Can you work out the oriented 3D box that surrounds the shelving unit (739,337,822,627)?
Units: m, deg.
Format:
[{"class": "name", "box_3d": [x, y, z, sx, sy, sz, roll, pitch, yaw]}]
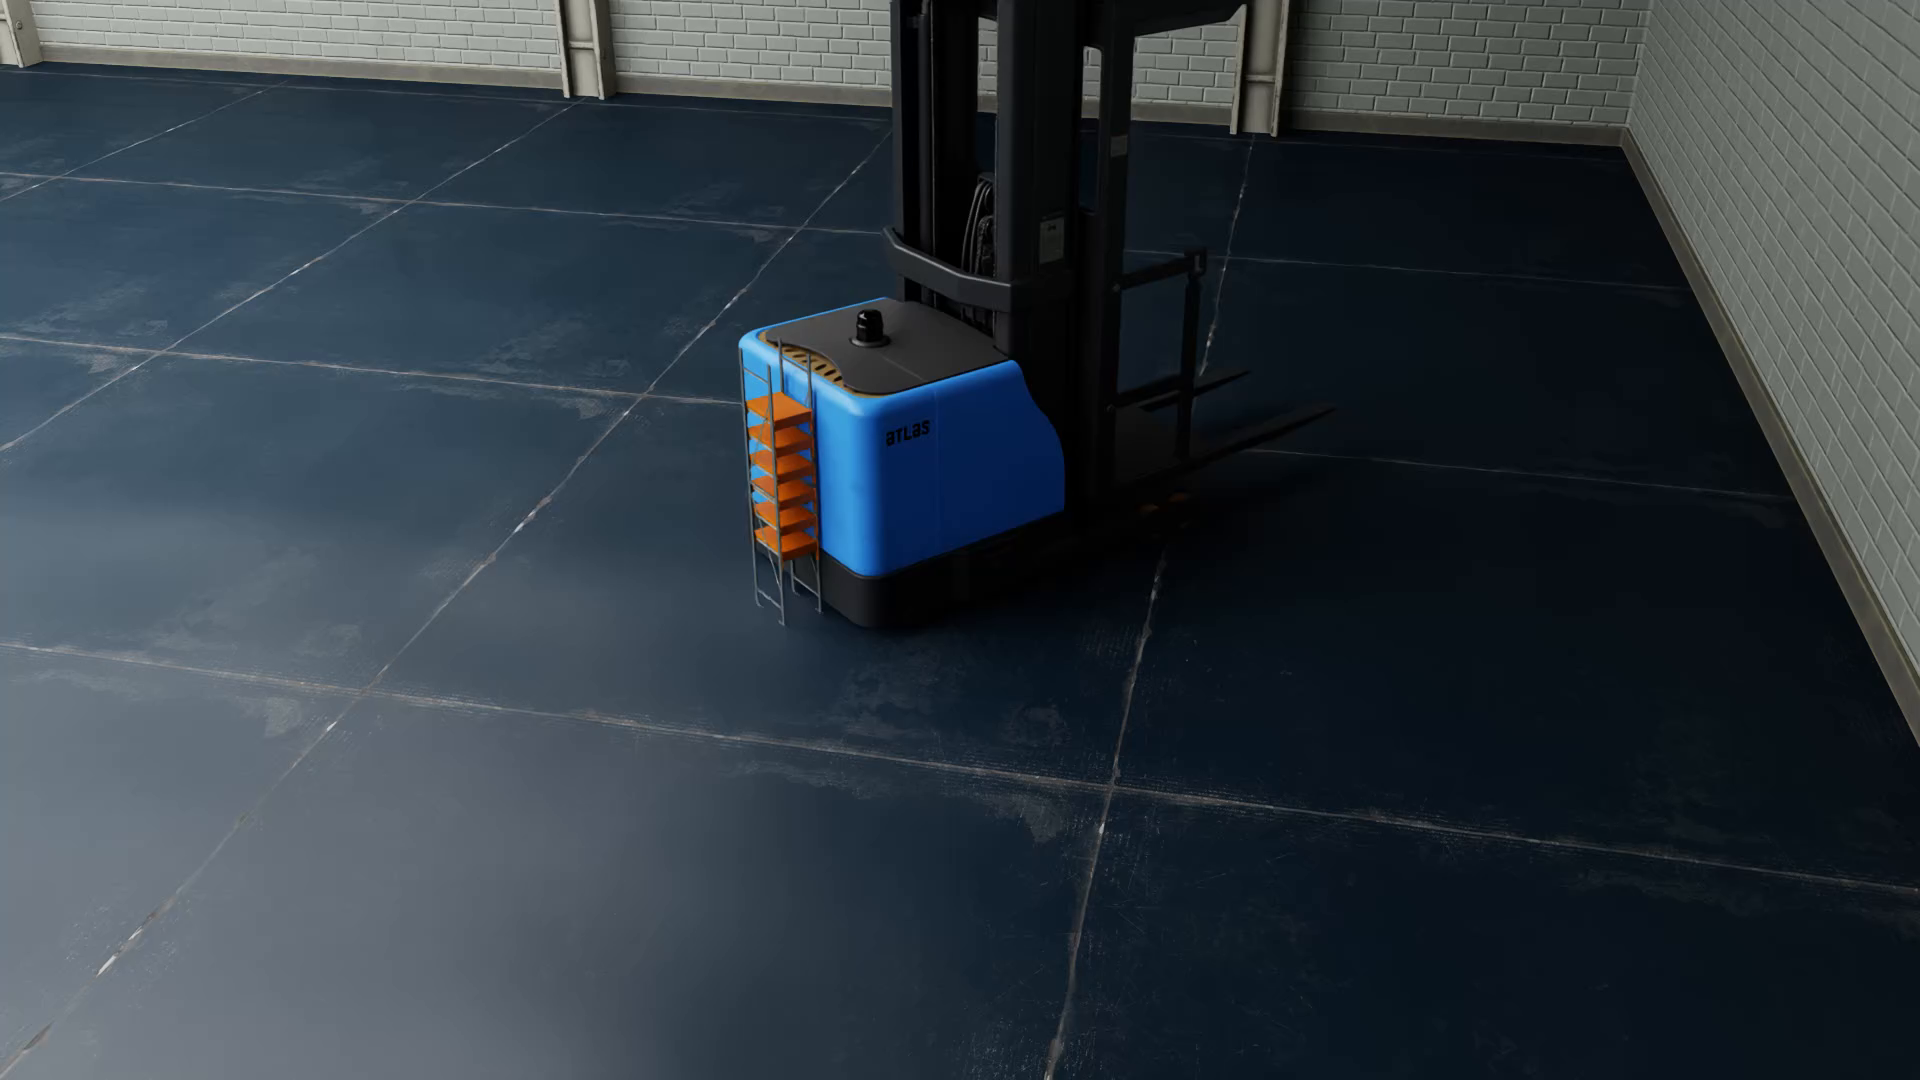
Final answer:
[{"class": "shelving unit", "box_3d": [-0.740, -0.228, 6.916, 0.189, 1.200, 0.258, -20, 34, -32]}]

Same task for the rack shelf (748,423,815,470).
[{"class": "rack shelf", "box_3d": [-0.740, -0.399, 6.822, 0.180, 0.103, 0.258, -20, 34, -32]}]

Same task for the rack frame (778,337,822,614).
[{"class": "rack frame", "box_3d": [-0.667, -0.254, 6.964, 0.006, 1.200, 0.240, -20, 34, -32]}]

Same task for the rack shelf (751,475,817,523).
[{"class": "rack shelf", "box_3d": [-0.740, -0.189, 6.937, 0.180, 0.103, 0.258, -20, 34, -32]}]

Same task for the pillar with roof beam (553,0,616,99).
[{"class": "pillar with roof beam", "box_3d": [-4.269, -5.998, 9.334, 0.400, 9.000, 9.100, 6, 29, 11]}]

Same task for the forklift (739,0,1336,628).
[{"class": "forklift", "box_3d": [0.519, -1.471, 7.385, 3.031, 2.935, 1.130, -20, 34, -32]}]

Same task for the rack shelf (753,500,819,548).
[{"class": "rack shelf", "box_3d": [-0.740, -0.083, 6.995, 0.180, 0.103, 0.258, -20, 34, -32]}]

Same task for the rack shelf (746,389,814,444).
[{"class": "rack shelf", "box_3d": [-0.740, -0.504, 6.765, 0.180, 0.103, 0.258, -20, 34, -32]}]

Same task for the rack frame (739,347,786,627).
[{"class": "rack frame", "box_3d": [-0.814, -0.201, 6.868, 0.006, 1.200, 0.240, -20, 34, -32]}]

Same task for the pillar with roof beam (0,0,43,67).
[{"class": "pillar with roof beam", "box_3d": [-10.137, -6.599, 10.433, 0.400, 9.000, 9.100, 6, 29, 11]}]

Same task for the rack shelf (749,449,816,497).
[{"class": "rack shelf", "box_3d": [-0.740, -0.294, 6.880, 0.180, 0.103, 0.258, -20, 34, -32]}]

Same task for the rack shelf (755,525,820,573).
[{"class": "rack shelf", "box_3d": [-0.740, 0.022, 7.053, 0.180, 0.103, 0.258, -20, 34, -32]}]

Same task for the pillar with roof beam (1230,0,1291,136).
[{"class": "pillar with roof beam", "box_3d": [1.599, -5.396, 8.235, 0.400, 9.000, 9.100, 6, 29, 11]}]
